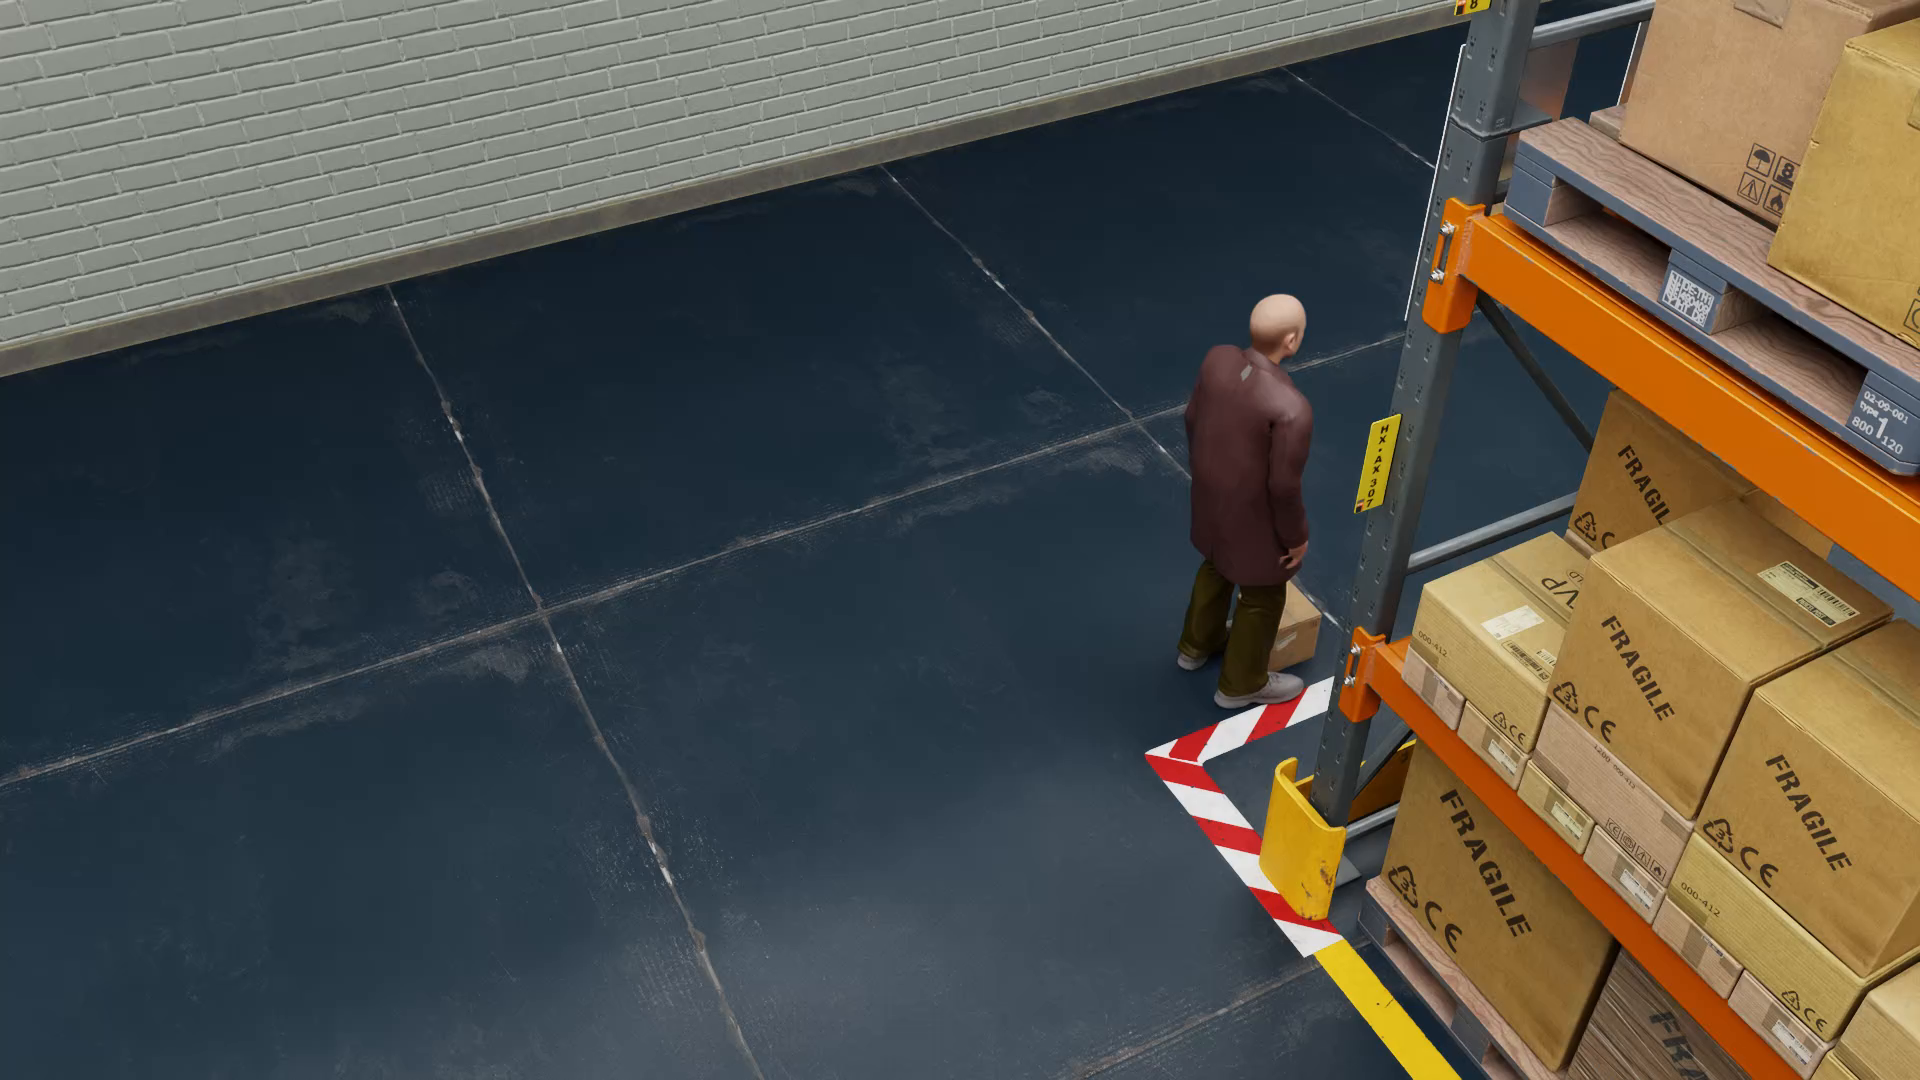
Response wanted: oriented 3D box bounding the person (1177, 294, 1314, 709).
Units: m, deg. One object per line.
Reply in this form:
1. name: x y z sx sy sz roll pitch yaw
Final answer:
1. person: 1.091 -0.142 6.336 0.429 1.772 0.645 -21 45 -23
